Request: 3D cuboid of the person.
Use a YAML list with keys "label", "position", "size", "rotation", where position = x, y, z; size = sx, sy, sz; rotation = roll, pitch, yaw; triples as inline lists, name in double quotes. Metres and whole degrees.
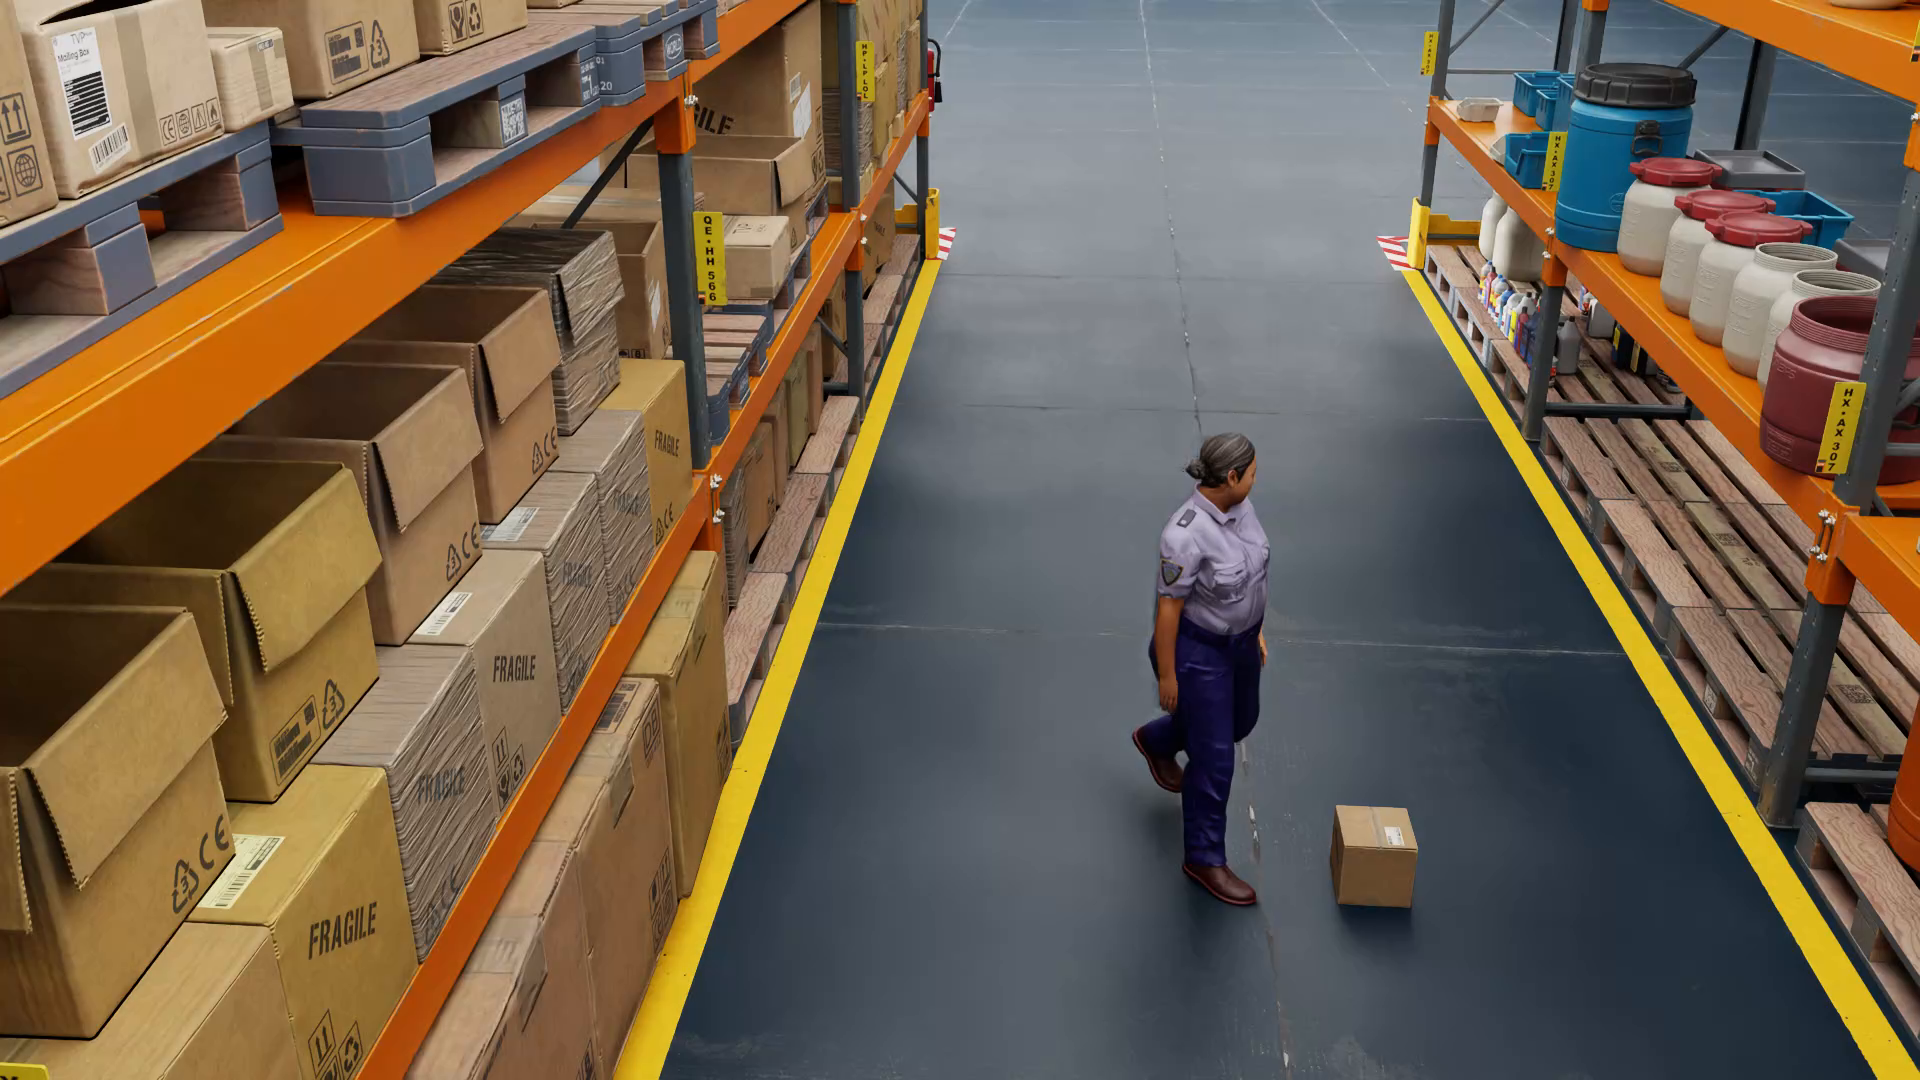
- label: "person"
  position: [0.839, 0.393, 5.819]
  size: [0.769, 1.619, 0.523]
  rotation: [20, 31, 36]
